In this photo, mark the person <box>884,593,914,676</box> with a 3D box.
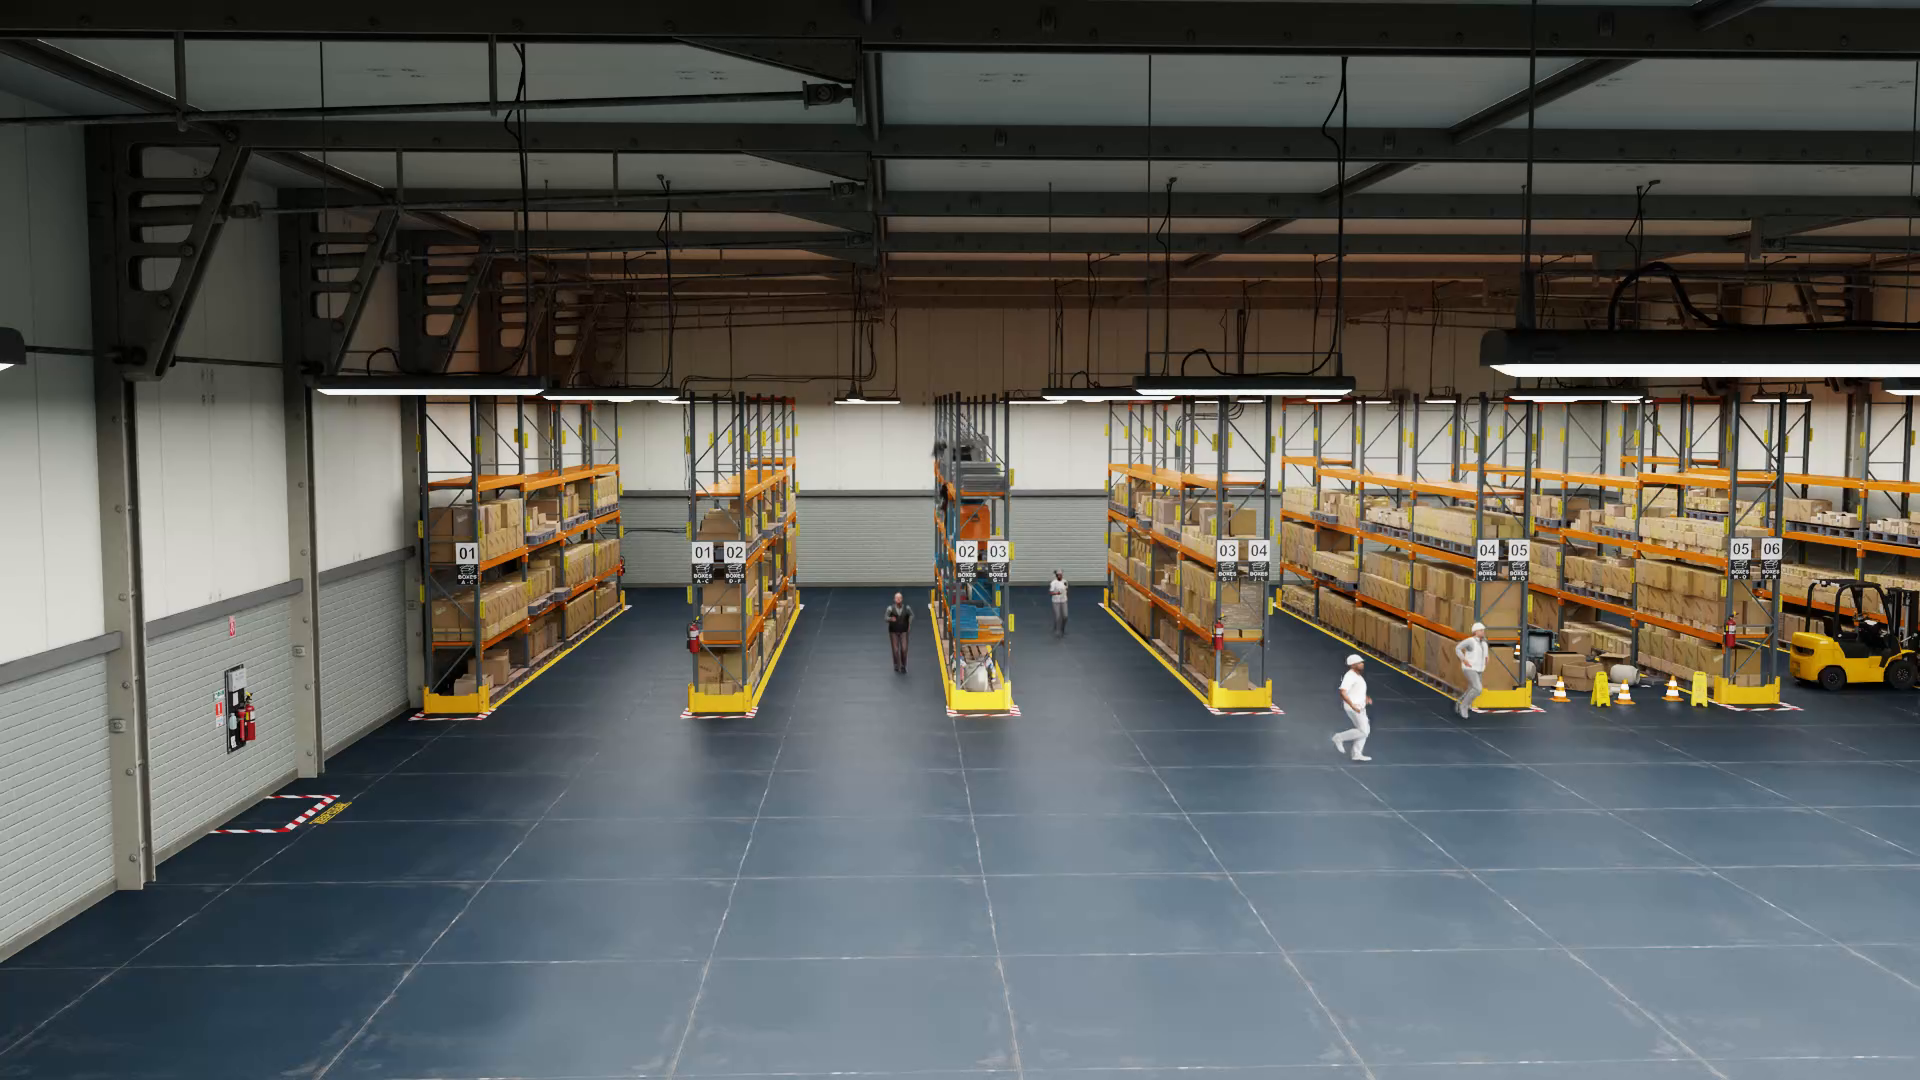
[{"bbox_3d":[-1.299,2.023,35.569,0.637,1.760,0.711,0,5,-2],"label":"person"}]

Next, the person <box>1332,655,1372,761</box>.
[{"bbox_3d":[6.358,2.709,26.911,0.618,1.724,0.718,2,5,22],"label":"person"}]

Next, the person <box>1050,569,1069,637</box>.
[{"bbox_3d":[2.499,1.574,41.377,0.558,1.728,0.667,-1,5,-13],"label":"person"}]

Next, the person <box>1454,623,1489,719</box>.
[{"bbox_3d":[9.475,2.401,30.673,0.653,1.764,0.635,-4,6,-37],"label":"person"}]
